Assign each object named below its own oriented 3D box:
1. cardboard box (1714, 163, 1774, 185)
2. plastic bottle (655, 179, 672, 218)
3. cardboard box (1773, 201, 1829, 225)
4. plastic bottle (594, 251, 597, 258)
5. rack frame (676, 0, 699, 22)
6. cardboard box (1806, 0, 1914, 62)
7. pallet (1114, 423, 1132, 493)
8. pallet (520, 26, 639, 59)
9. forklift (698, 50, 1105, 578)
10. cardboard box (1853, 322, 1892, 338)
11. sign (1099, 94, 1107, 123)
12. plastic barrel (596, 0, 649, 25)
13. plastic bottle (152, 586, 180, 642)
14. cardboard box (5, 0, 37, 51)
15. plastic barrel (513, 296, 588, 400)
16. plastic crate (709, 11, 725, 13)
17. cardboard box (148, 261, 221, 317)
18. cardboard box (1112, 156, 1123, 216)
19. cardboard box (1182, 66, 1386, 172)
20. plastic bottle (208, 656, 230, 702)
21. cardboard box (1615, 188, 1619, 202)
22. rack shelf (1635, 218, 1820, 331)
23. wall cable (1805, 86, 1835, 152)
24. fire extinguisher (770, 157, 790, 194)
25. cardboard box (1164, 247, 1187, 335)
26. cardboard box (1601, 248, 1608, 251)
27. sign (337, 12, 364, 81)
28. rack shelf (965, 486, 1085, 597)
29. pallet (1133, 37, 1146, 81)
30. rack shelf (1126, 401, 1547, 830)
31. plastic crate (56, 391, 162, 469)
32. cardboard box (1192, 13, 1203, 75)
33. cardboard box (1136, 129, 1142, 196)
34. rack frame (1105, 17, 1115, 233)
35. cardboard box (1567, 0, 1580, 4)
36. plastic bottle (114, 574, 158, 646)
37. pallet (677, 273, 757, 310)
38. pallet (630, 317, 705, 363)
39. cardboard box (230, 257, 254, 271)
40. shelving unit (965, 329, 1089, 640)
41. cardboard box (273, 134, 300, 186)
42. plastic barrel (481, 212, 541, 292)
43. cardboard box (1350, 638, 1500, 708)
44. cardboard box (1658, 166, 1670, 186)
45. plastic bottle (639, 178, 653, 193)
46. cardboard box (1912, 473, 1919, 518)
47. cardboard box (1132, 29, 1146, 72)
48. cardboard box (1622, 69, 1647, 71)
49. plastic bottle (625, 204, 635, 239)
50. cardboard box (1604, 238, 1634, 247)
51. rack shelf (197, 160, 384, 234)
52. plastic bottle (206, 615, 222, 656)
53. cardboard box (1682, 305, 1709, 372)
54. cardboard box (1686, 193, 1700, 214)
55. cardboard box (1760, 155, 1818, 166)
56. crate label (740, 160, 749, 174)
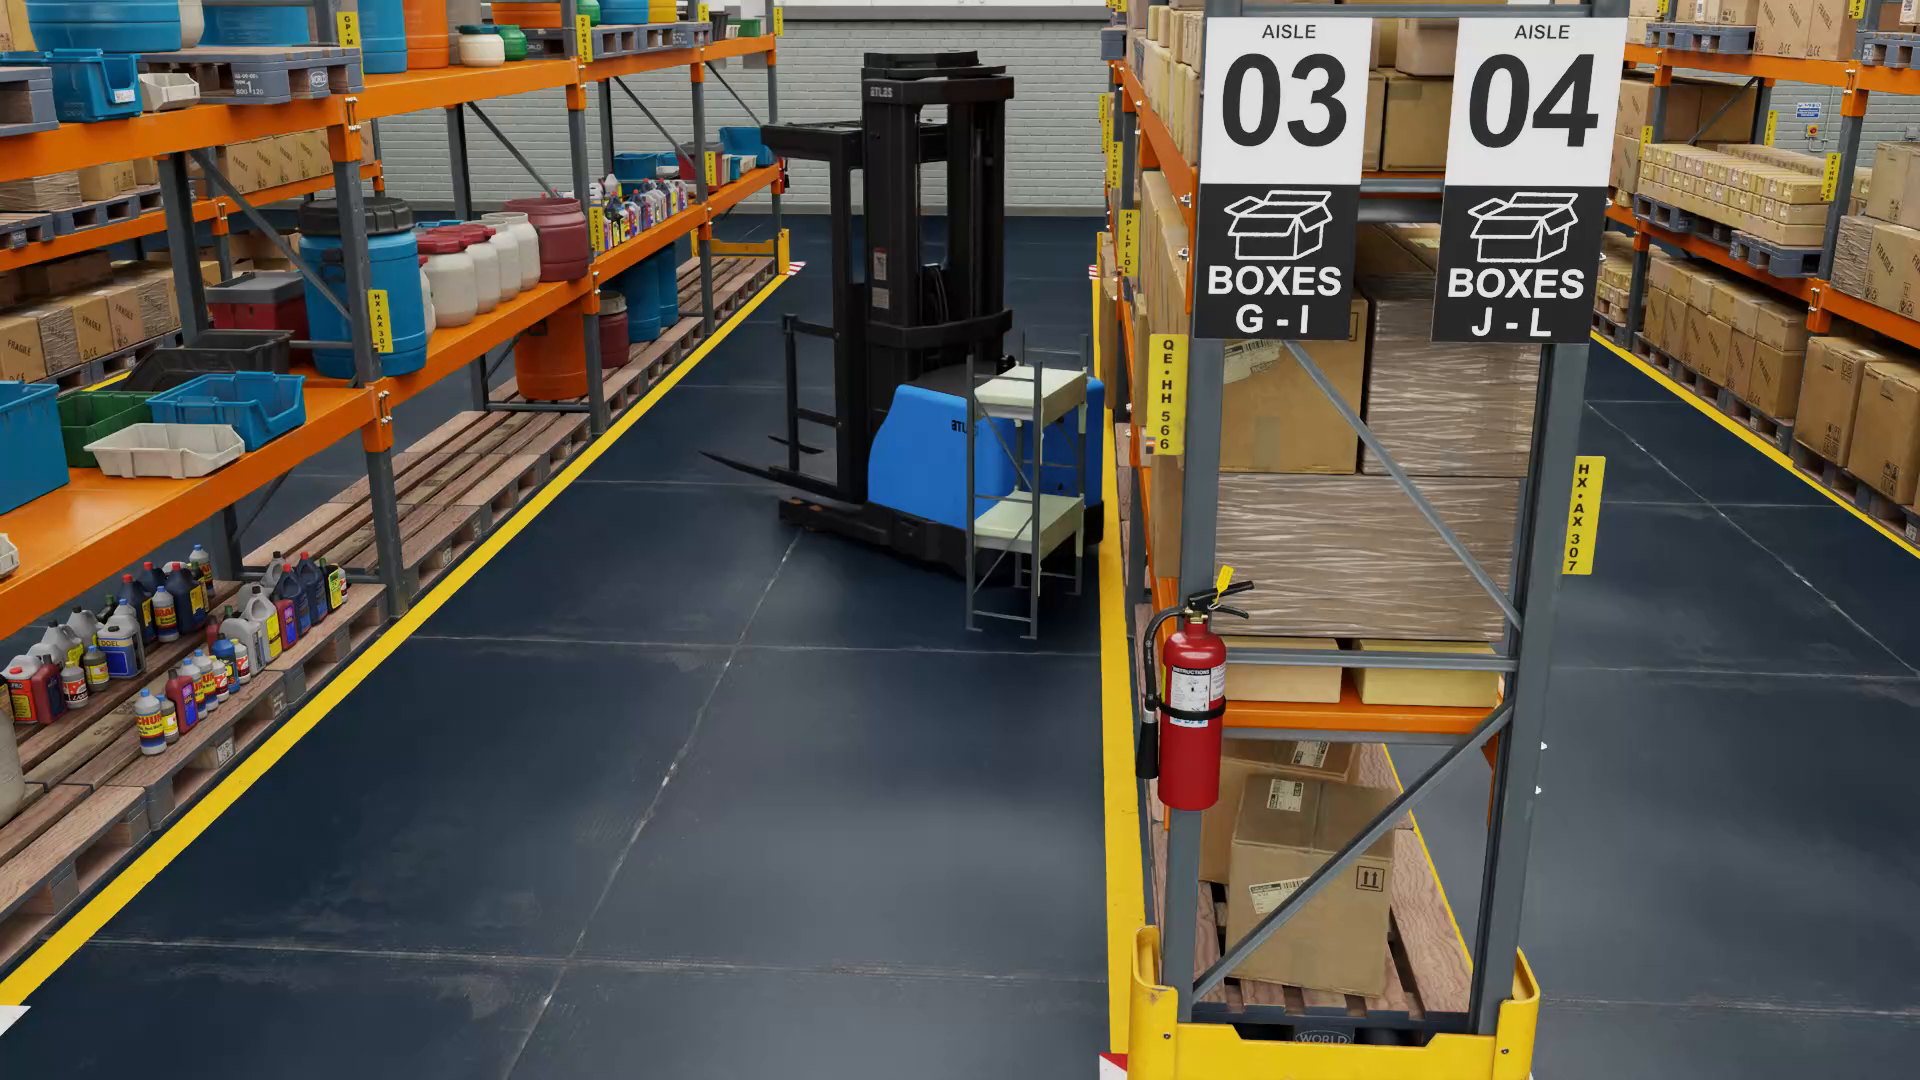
[{"bbox_3d":[6.287,-2.934,13.334,0.380,0.149,0.250,2,18,7],"label":"cardboard box"},{"bbox_3d":[-2.732,-3.129,15.233,0.144,0.351,0.185,1,18,4],"label":"plastic bottle"},{"bbox_3d":[6.195,-2.392,12.159,0.380,0.149,0.250,2,18,5],"label":"cardboard box"},{"bbox_3d":[-2.913,-2.328,12.910,0.152,0.276,0.135,1,18,4],"label":"plastic bottle"},{"bbox_3d":[-2.980,-6.353,15.360,1.000,3.000,0.127,1,18,4],"label":"rack frame"},{"bbox_3d":[6.401,-3.663,11.808,0.500,0.500,0.500,1,18,4],"label":"cardboard box"},{"bbox_3d":[1.616,-0.582,11.859,1.003,0.211,1.213,1,18,4],"label":"pallet"},{"bbox_3d":[-3.114,-3.831,12.784,1.003,0.211,1.213,1,18,4],"label":"pallet"},{"bbox_3d":[-0.522,-1.548,10.441,3.031,2.935,1.130,17,25,42],"label":"forklift"},{"bbox_3d":[6.905,-1.584,12.576,0.500,0.250,0.500,0,18,1],"label":"cardboard box"},{"bbox_3d":[1.694,-5.097,19.645,0.100,0.325,0.005,1,18,4],"label":"sign"},{"bbox_3d":[-2.949,-4.832,14.056,0.600,0.901,0.708,1,18,4],"label":"plastic barrel"},{"bbox_3d":[-3.915,0.359,8.185,0.097,0.271,0.097,0,18,0],"label":"plastic bottle"},{"bbox_3d":[-8.135,-4.301,13.753,0.910,0.500,0.500,1,18,4],"label":"cardboard box"},{"bbox_3d":[-3.248,-1.581,13.240,0.600,0.830,0.708,1,18,4],"label":"plastic barrel"},{"bbox_3d":[-2.998,-5.995,19.293,0.497,0.269,0.590,1,18,4],"label":"plastic crate"},{"bbox_3d":[-7.669,-2.476,16.469,0.500,0.500,0.500,1,18,4],"label":"cardboard box"},{"bbox_3d":[1.678,-3.302,15.522,0.500,0.500,0.500,1,18,4],"label":"cardboard box"},{"bbox_3d":[0.882,-1.174,4.613,0.500,0.250,0.500,2,18,5],"label":"cardboard box"},{"bbox_3d":[-3.360,0.621,7.498,0.097,0.201,0.097,0,18,0],"label":"plastic bottle"},{"bbox_3d":[6.676,-3.388,16.350,0.380,0.149,0.250,2,18,6],"label":"cardboard box"},{"bbox_3d":[6.757,-2.287,13.740,1.077,0.370,4.000,1,18,4],"label":"rack shelf"},{"bbox_3d":[12.513,-6.662,24.256,0.585,1.953,0.123,1,18,4],"label":"wall cable"},{"bbox_3d":[-2.229,-4.567,20.268,0.296,0.674,0.183,1,18,4],"label":"fire extinguisher"},{"bbox_3d":[0.923,-0.661,5.378,0.500,0.500,0.500,1,18,4],"label":"cardboard box"},{"bbox_3d":[6.736,-3.055,17.878,0.380,0.149,0.250,2,18,5],"label":"cardboard box"},{"bbox_3d":[-3.005,-2.432,8.195,0.100,0.325,0.005,1,18,4],"label":"sign"},{"bbox_3d":[0.365,-0.005,9.077,0.431,0.370,0.720,7,20,21],"label":"rack shelf"},{"bbox_3d":[1.609,-2.755,9.497,1.213,0.211,1.003,1,18,4],"label":"pallet"},{"bbox_3d":[1.244,0.056,6.591,1.077,0.370,4.000,1,18,4],"label":"rack shelf"},{"bbox_3d":[-3.932,-0.502,7.477,0.450,0.188,0.662,1,18,4],"label":"plastic crate"},{"bbox_3d":[0.809,-1.302,4.361,0.380,0.149,0.250,1,18,4],"label":"cardboard box"},{"bbox_3d":[1.742,-2.900,12.686,0.797,0.503,0.637,2,18,6],"label":"cardboard box"},{"bbox_3d":[2.247,-4.634,19.748,1.000,3.000,0.127,1,18,4],"label":"rack frame"},{"bbox_3d":[6.860,-5.791,17.900,0.500,0.250,0.500,1,18,3],"label":"cardboard box"},{"bbox_3d":[-4.038,0.332,8.140,0.144,0.351,0.185,1,18,2],"label":"plastic bottle"},{"bbox_3d":[-2.881,-2.786,18.588,1.003,0.211,1.213,1,18,4],"label":"pallet"},{"bbox_3d":[-3.076,-1.938,16.000,1.003,0.211,1.213,1,18,4],"label":"pallet"},{"bbox_3d":[-8.108,-2.962,18.256,0.500,0.311,0.500,1,18,4],"label":"cardboard box"},{"bbox_3d":[0.365,-0.315,8.976,0.431,1.500,0.755,7,20,21],"label":"shelving unit"},{"bbox_3d":[-7.540,-4.128,18.044,0.500,0.500,0.500,1,18,4],"label":"cardboard box"},{"bbox_3d":[-3.127,-1.989,11.496,0.421,0.512,0.421,0,18,0],"label":"plastic barrel"},{"bbox_3d":[1.359,0.371,4.876,0.380,0.149,0.250,1,18,4],"label":"cardboard box"},{"bbox_3d":[6.379,-3.198,14.618,0.380,0.149,0.250,2,18,5],"label":"cardboard box"},{"bbox_3d":[-2.876,-3.132,15.243,0.144,0.351,0.185,1,18,4],"label":"plastic bottle"},{"bbox_3d":[6.355,-0.390,9.734,1.050,0.750,0.750,1,18,4],"label":"cardboard box"},{"bbox_3d":[1.322,-3.044,10.319,0.500,0.250,0.500,2,18,5],"label":"cardboard box"},{"bbox_3d":[7.403,-5.008,18.646,0.500,0.500,0.500,1,18,3],"label":"cardboard box"},{"bbox_3d":[-2.785,-2.690,14.001,0.061,0.283,0.133,1,18,4],"label":"plastic bottle"},{"bbox_3d":[7.435,-3.289,18.593,0.380,0.149,0.250,1,18,3],"label":"cardboard box"},{"bbox_3d":[-7.777,-3.893,18.643,1.077,0.370,4.000,1,18,4],"label":"rack shelf"},{"bbox_3d":[-3.471,0.479,7.801,0.061,0.283,0.133,1,18,4],"label":"plastic bottle"},{"bbox_3d":[6.523,-1.710,14.166,0.500,0.500,0.500,2,18,5],"label":"cardboard box"},{"bbox_3d":[6.325,-2.812,13.917,0.380,0.149,0.250,1,18,3],"label":"cardboard box"},{"bbox_3d":[6.988,-3.162,14.029,0.380,0.149,0.250,1,18,2],"label":"cardboard box"},{"bbox_3d":[-2.601,-4.214,18.793,0.396,0.136,0.243,1,18,4],"label":"crate label"}]
